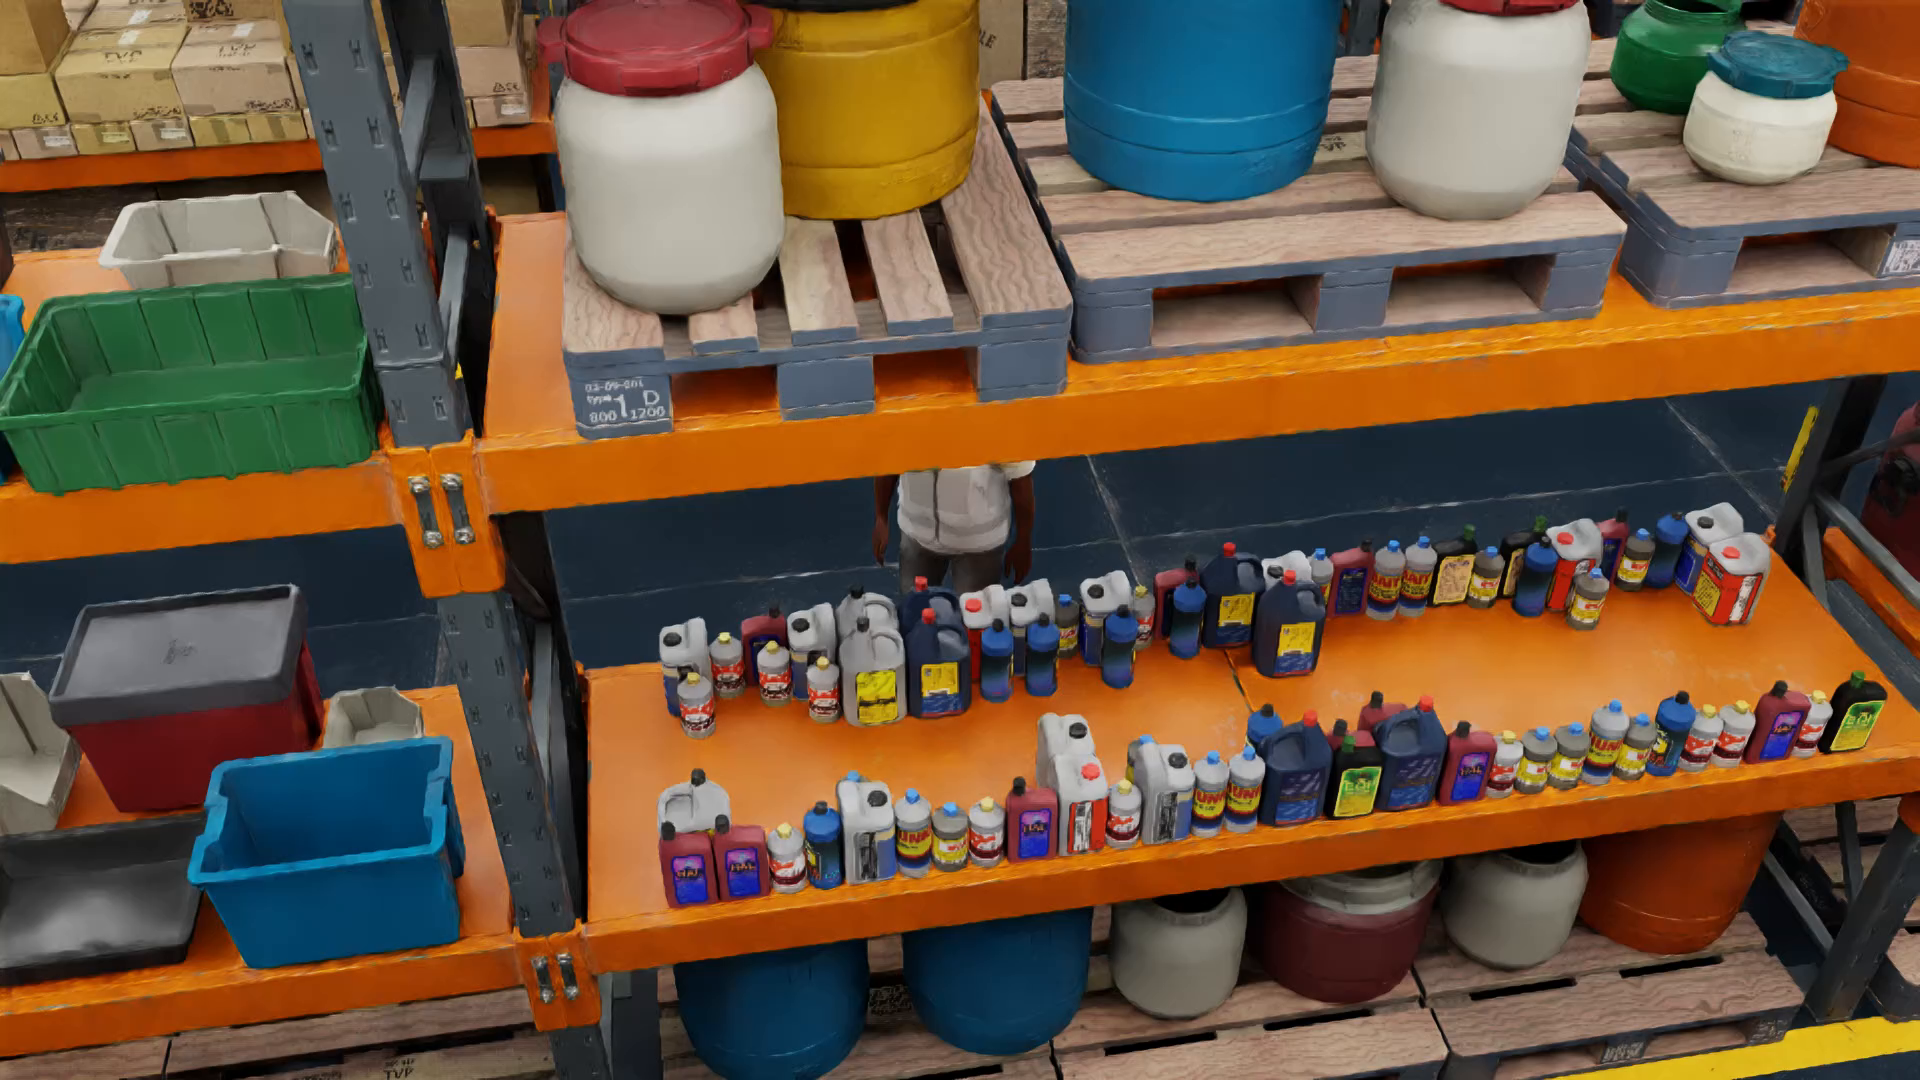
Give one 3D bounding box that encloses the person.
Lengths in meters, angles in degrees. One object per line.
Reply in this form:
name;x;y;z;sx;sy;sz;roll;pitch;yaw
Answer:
person;-0.058;0.002;6.107;0.614;1.767;0.490;16;41;19
